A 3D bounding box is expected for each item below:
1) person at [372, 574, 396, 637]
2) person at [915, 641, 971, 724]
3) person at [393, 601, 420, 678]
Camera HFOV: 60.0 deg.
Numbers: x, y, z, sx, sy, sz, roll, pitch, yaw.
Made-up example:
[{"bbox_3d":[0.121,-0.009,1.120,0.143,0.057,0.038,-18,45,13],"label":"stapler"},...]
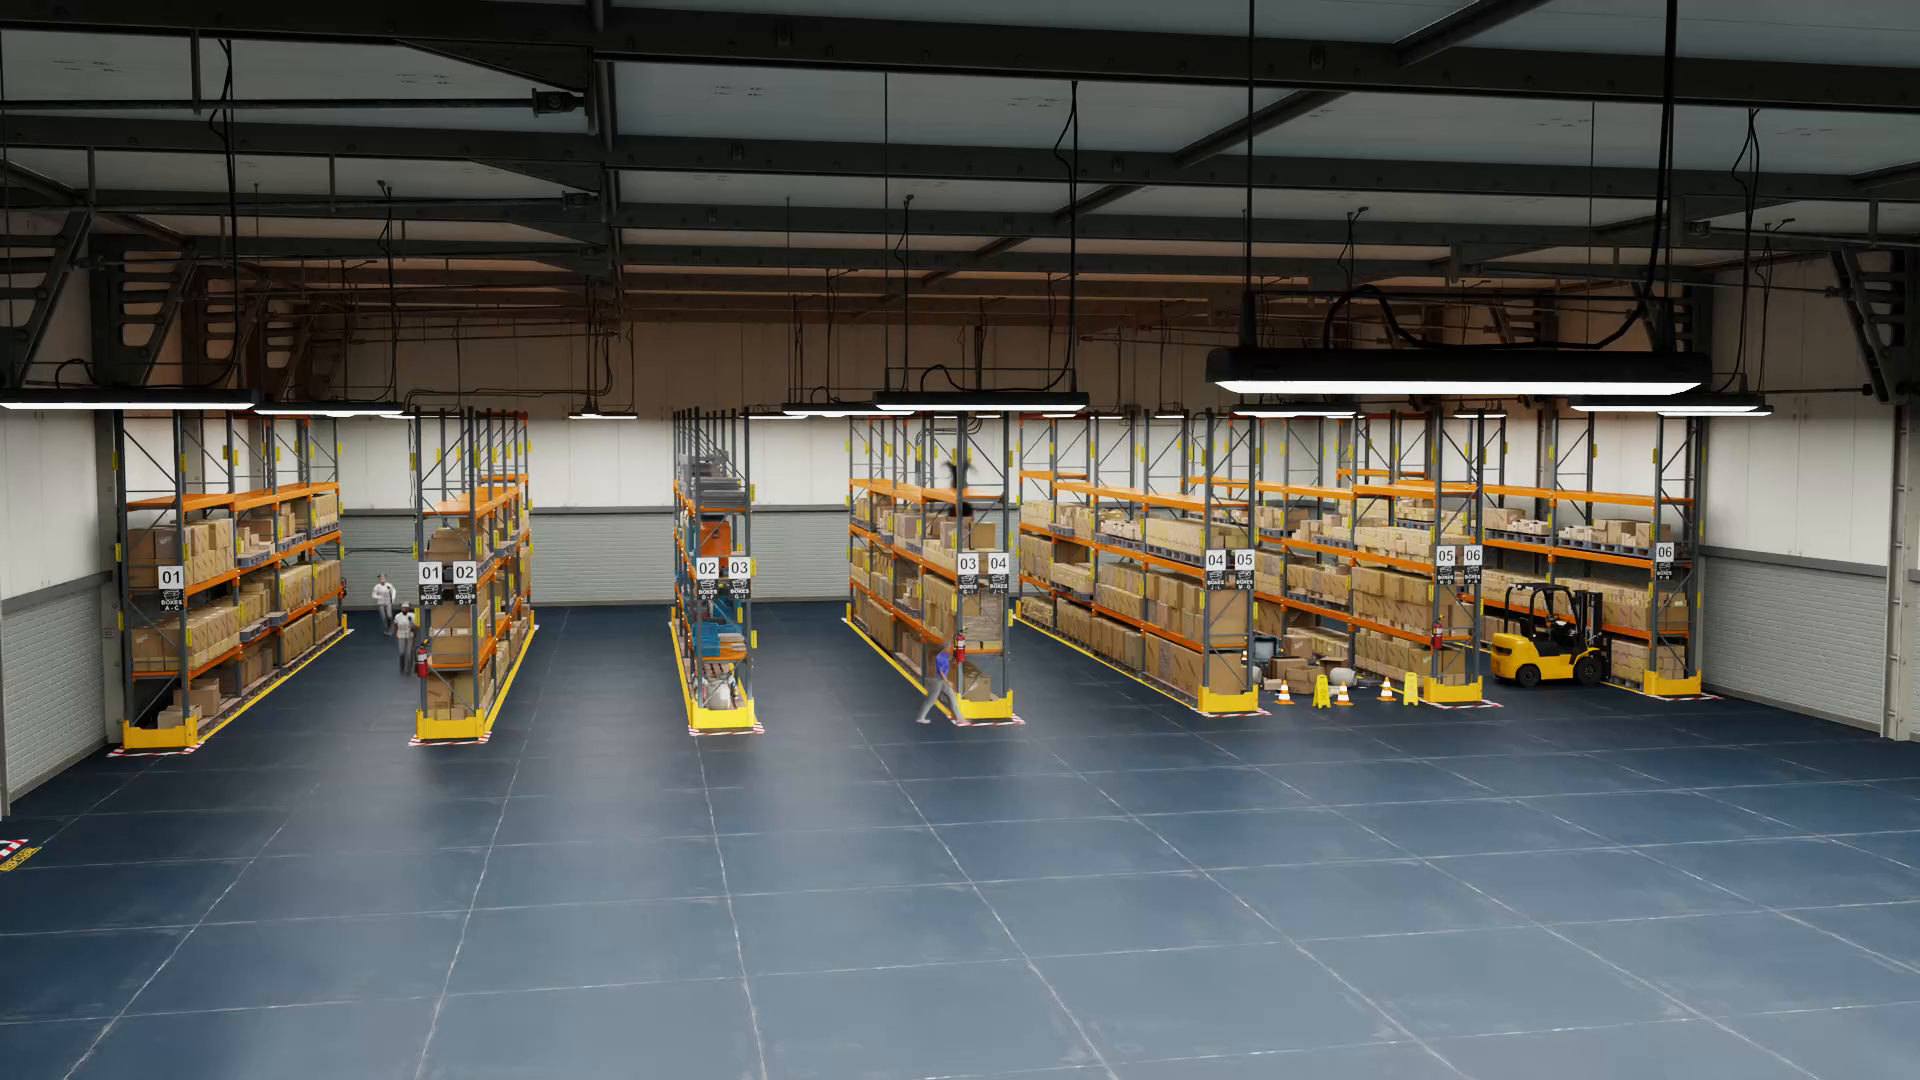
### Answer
[{"bbox_3d":[-15.368,1.737,44.390,0.597,1.709,0.649,-2,4,-21],"label":"person"},{"bbox_3d":[-0.337,2.679,31.320,0.979,1.590,0.545,1,4,19],"label":"person"},{"bbox_3d":[-12.447,2.229,37.403,0.586,1.731,0.721,-1,4,-14],"label":"person"}]
